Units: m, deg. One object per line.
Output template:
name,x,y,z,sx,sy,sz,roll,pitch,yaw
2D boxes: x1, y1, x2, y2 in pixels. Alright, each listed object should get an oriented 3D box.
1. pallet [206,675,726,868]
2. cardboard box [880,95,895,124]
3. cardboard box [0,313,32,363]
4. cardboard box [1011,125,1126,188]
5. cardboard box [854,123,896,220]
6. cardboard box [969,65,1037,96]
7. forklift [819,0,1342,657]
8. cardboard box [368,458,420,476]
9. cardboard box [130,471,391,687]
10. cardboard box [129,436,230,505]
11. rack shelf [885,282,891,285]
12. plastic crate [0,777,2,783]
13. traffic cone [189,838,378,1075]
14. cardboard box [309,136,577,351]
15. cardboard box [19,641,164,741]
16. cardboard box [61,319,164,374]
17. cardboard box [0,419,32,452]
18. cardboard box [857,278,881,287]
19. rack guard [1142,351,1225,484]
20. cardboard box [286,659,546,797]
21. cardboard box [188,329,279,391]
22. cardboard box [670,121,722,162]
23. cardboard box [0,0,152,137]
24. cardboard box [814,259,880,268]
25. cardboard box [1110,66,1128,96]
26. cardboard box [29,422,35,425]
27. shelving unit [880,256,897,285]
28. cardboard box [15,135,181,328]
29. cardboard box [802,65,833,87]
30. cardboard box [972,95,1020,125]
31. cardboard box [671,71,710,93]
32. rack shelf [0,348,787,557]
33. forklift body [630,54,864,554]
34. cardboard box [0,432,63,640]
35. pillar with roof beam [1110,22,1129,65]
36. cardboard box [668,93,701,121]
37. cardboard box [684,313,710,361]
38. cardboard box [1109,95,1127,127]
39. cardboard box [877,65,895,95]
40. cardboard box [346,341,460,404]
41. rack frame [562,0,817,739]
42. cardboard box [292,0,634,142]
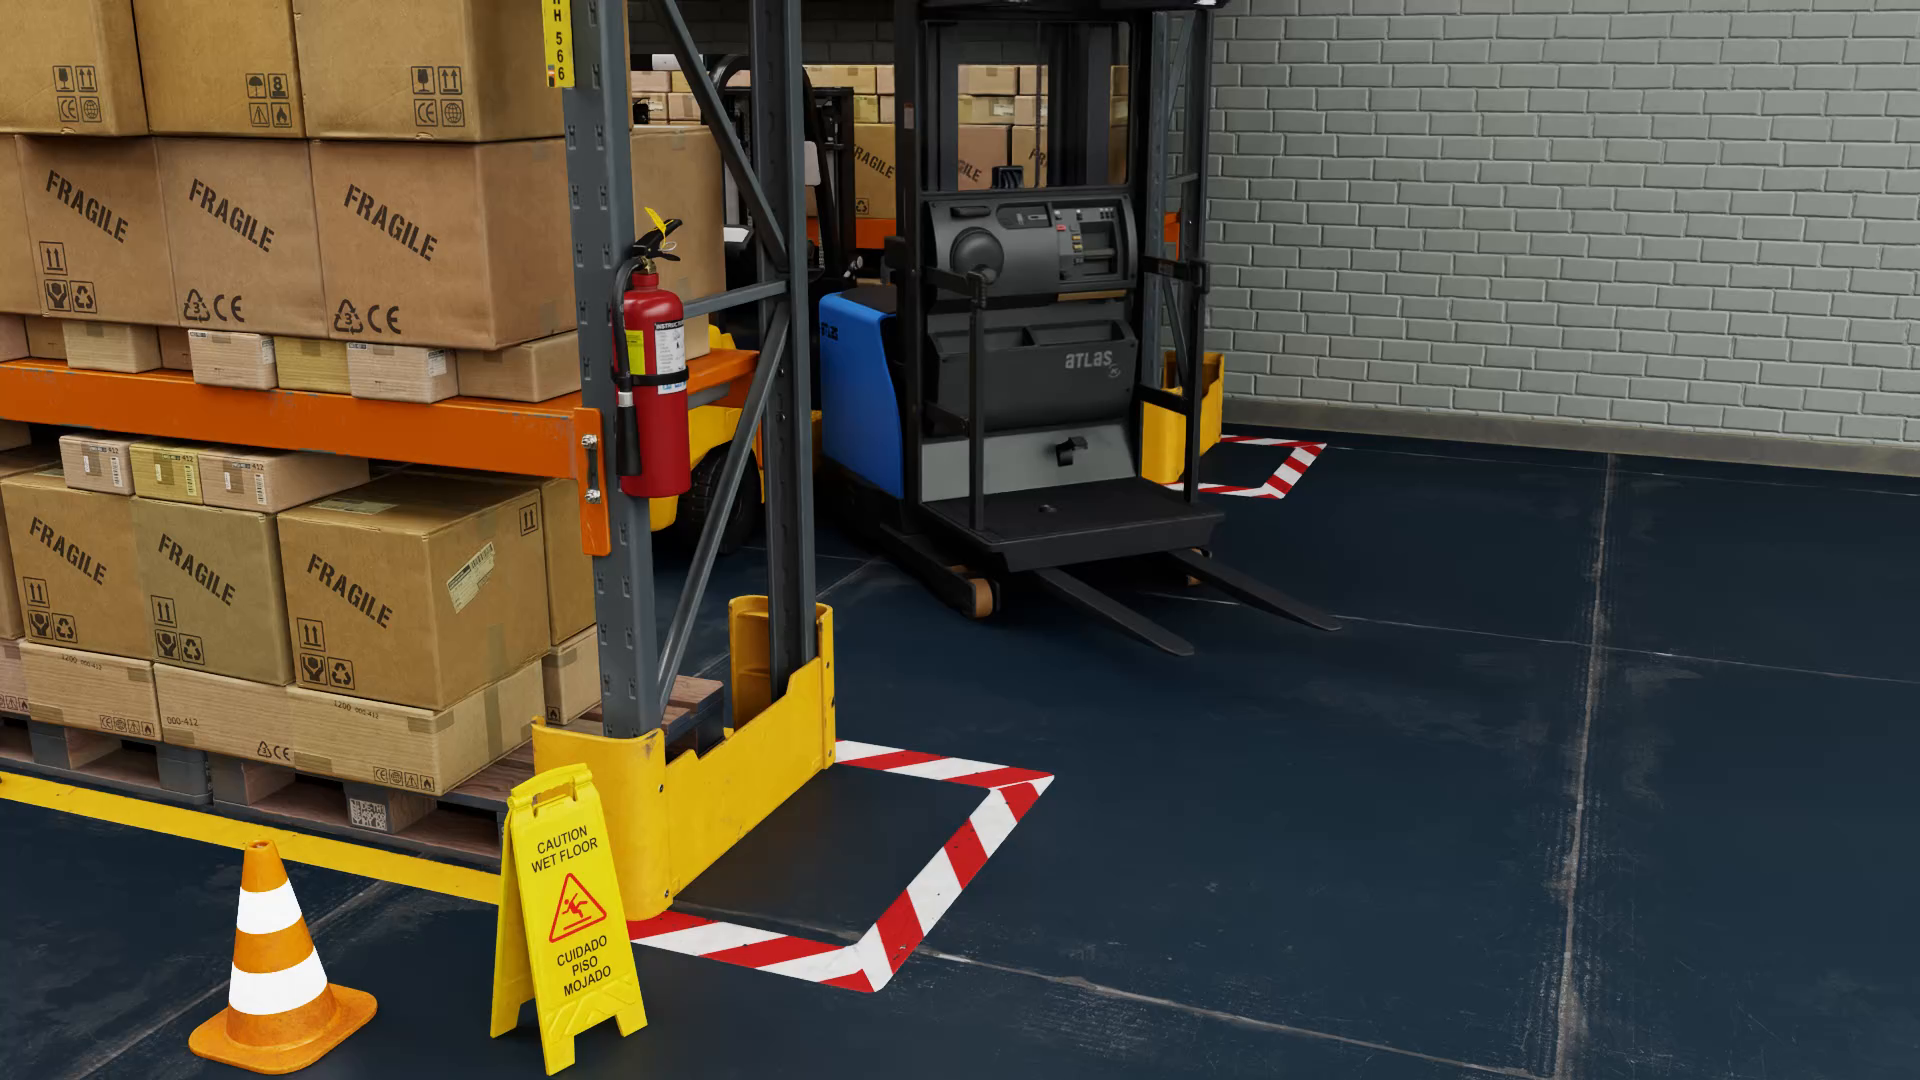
pallet,-1.492,0.626,5.140,1.213,0.211,1.003,6,17,21
cardboard box,-0.246,-2.328,8.969,0.250,0.149,0.380,6,17,19
cardboard box,-2.793,-0.635,4.931,0.250,0.149,0.380,6,17,20
cardboard box,0.585,-1.932,8.767,0.500,0.500,0.500,6,17,19
cardboard box,-0.371,-2.039,9.139,0.500,0.500,0.500,6,17,20
cardboard box,0.235,-2.423,8.762,0.250,0.149,0.380,7,17,22
forklift,0.399,-1.230,6.654,1.130,2.935,3.031,-7,18,-24
cardboard box,-1.838,-0.064,5.347,0.500,0.500,0.500,6,17,19
cardboard box,-2.006,0.078,4.857,0.500,0.500,0.500,7,18,23
cardboard box,-2.118,-0.227,4.747,0.250,0.149,0.380,7,17,22
rack shelf,0.185,-1.203,8.478,1.000,0.278,0.538,3,15,21
plastic crate,-3.240,0.753,4.938,0.583,0.080,0.402,0,16,1
traffic cone,-1.552,0.895,3.760,0.334,0.463,0.336,6,17,21
cardboard box,-1.284,-0.788,4.296,0.500,0.500,0.500,6,17,20
cardboard box,-2.497,0.385,5.145,0.500,0.250,0.500,6,17,19
cardboard box,-2.320,-0.588,4.771,0.250,0.149,0.380,6,17,20
cardboard box,-3.125,-0.338,5.128,0.250,0.149,0.380,7,18,24
cardboard box,-0.354,-1.329,9.255,0.500,0.250,0.500,7,17,21
rack guard,1.162,-0.698,9.183,0.348,0.500,1.175,6,17,21
cardboard box,-1.552,0.490,4.785,0.500,0.250,0.500,6,17,20
cardboard box,-1.862,-0.523,4.546,0.250,0.149,0.380,7,17,22
cardboard box,-1.303,-2.145,9.502,0.500,0.500,0.500,6,17,20
cardboard box,-2.214,-1.359,4.470,0.500,0.500,0.700,6,17,20
cardboard box,-0.640,-1.519,9.912,0.500,0.250,0.500,6,17,20
cardboard box,0.729,-2.386,8.635,0.250,0.149,0.380,6,17,21
cardboard box,-3.277,-0.222,5.890,0.500,0.500,0.500,7,17,22
shelving unit,0.199,-0.919,8.548,1.048,1.125,0.538,3,15,21
cardboard box,-2.213,-0.893,4.656,0.500,0.500,0.500,6,17,20
cardboard box,-0.700,-2.541,9.170,0.250,0.149,0.380,7,17,21
cardboard box,0.246,-2.284,8.820,0.250,0.149,0.380,7,17,22
cardboard box,-1.424,-2.604,9.386,0.250,0.149,0.380,6,17,20
rack shelf,-2.539,-0.473,5.212,4.000,0.370,1.077,6,17,21
forklift body,-1.294,-1.214,7.999,1.214,2.155,2.313,6,17,21
cardboard box,-2.966,-0.028,5.225,0.500,0.500,0.500,7,18,24
pillar with roof beam,-0.757,-3.971,5.211,0.400,9.000,9.100,6,17,21
cardboard box,-1.442,-2.452,9.397,0.250,0.149,0.380,6,17,20
cardboard box,-0.919,-0.581,4.746,0.250,0.149,0.380,6,17,21
cardboard box,0.714,-2.224,8.610,0.250,0.149,0.380,7,17,21
cardboard box,-0.253,-2.465,8.909,0.250,0.149,0.380,7,18,22
cardboard box,-1.381,-0.473,4.373,0.250,0.149,0.380,6,17,20
rack frame,-0.679,-0.614,4.407,0.127,3.000,1.000,6,17,21
cardboard box,-1.234,-1.280,4.197,0.500,0.500,0.700,6,17,19
